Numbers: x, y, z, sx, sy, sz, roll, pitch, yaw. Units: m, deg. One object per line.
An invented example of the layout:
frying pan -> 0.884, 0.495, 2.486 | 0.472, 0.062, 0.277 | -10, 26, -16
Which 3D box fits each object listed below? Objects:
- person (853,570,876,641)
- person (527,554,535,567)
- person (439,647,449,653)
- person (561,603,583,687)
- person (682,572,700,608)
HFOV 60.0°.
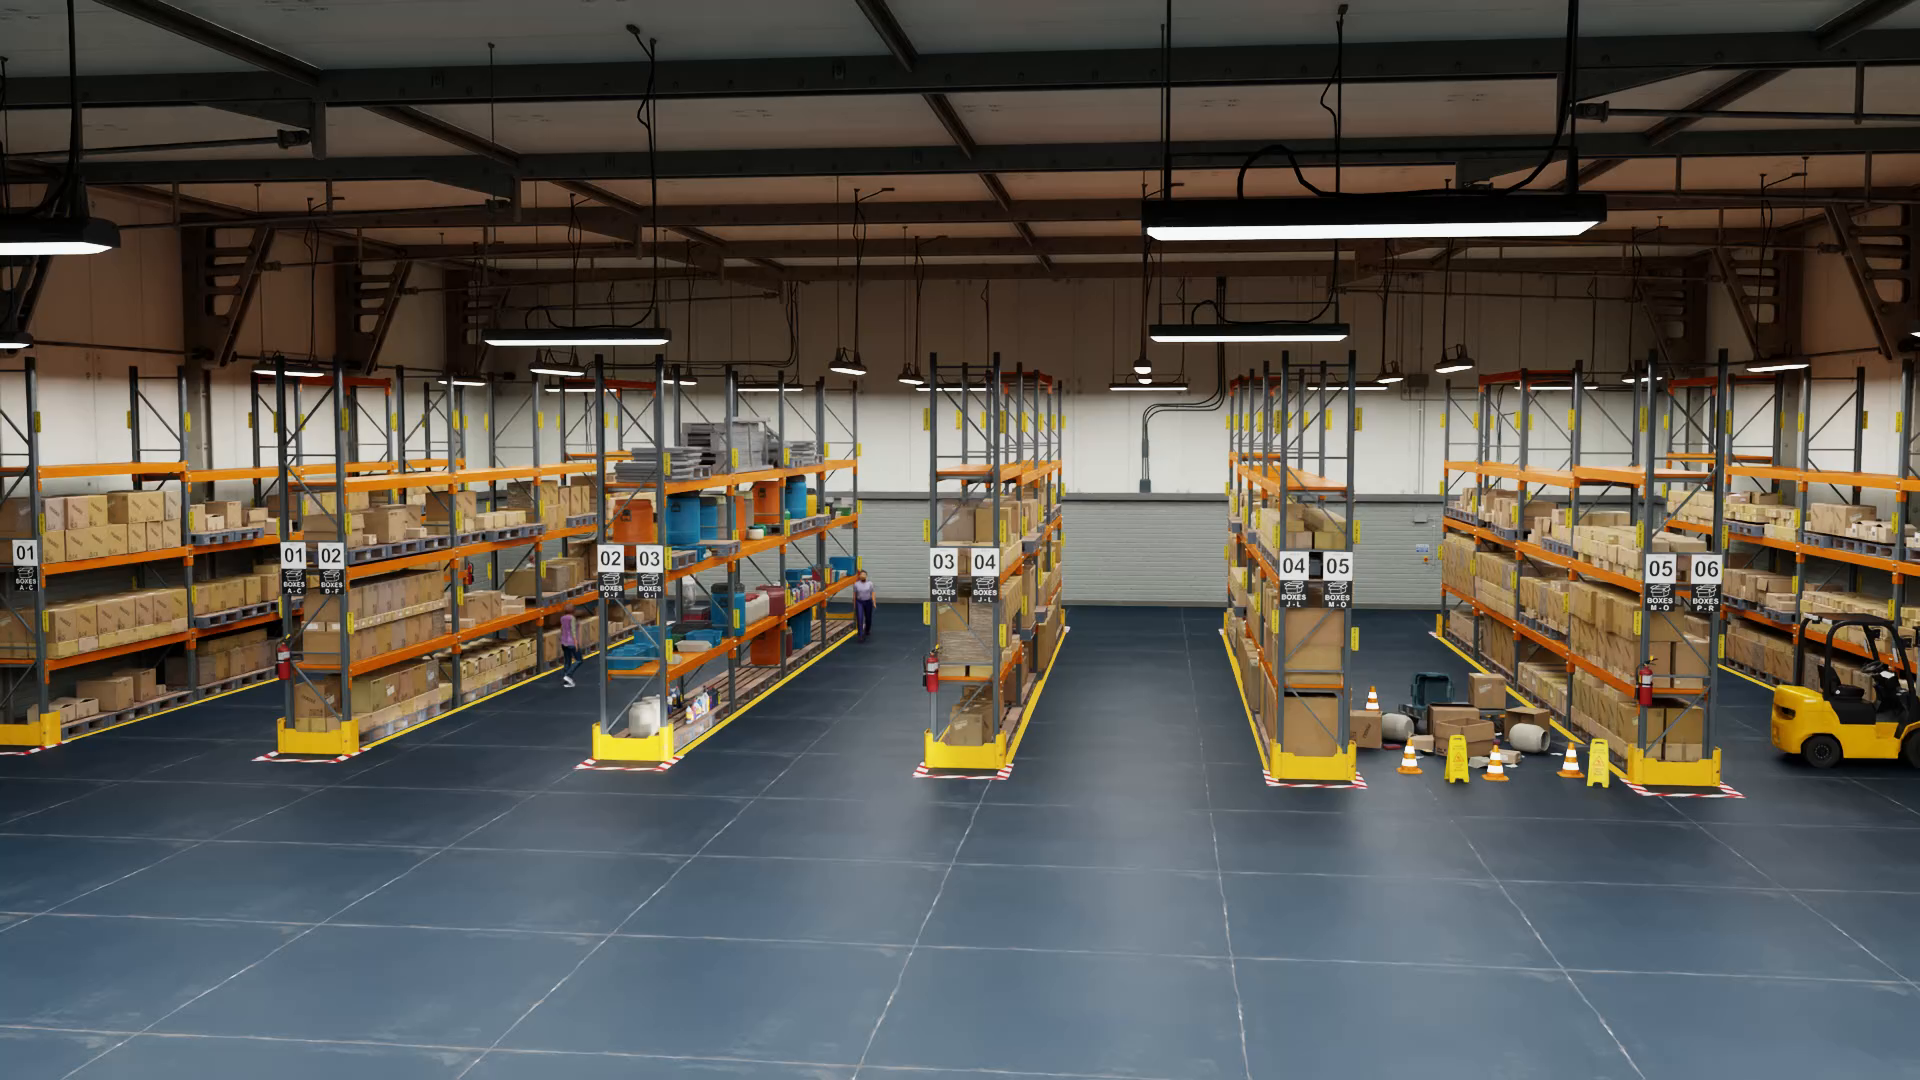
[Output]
person -> -2.199, 1.482, 38.179 | 0.516, 1.596, 0.993 | -1, 4, -8
person -> -11.164, 1.138, 43.410 | 0.833, 1.560, 0.407 | 1, 4, 19
person -> -10.431, 1.837, 33.636 | 0.556, 1.578, 0.749 | 1, 4, 16
person -> -7.385, 1.986, 31.368 | 0.448, 1.599, 0.438 | 3, 5, 39
person -> -6.832, 1.129, 41.953 | 0.446, 1.787, 0.627 | 2, 5, 28
